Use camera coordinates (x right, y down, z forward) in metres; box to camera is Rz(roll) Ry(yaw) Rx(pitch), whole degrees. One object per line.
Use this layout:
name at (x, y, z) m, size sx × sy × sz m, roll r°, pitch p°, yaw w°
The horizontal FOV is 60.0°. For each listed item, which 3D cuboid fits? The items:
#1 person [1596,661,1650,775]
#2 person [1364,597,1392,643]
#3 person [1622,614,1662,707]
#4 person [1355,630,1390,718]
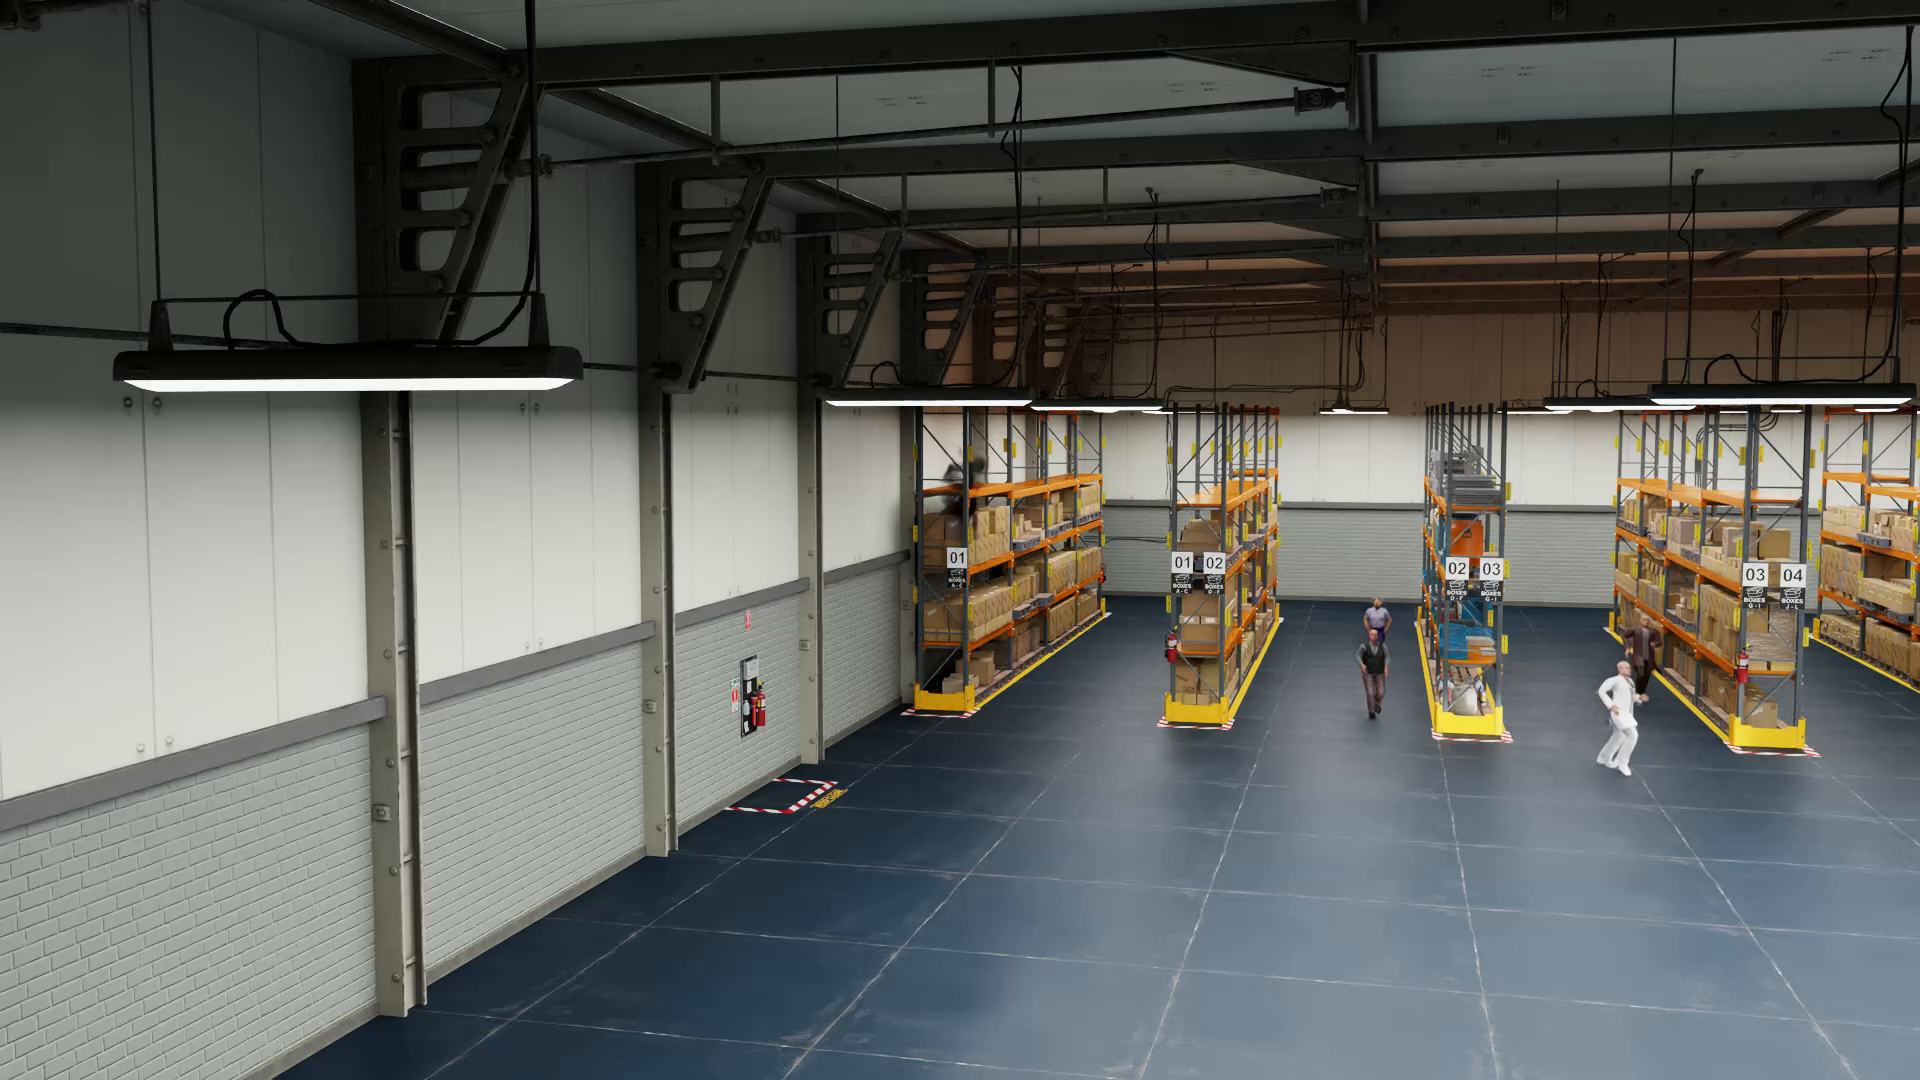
person at (10.685, 2.867, 26.832) m, size 0.824 × 1.832 × 0.680 m, roll 4°, pitch 6°, yaw 43°
person at (9.563, 2.117, 38.070) m, size 0.626 × 1.625 × 0.553 m, roll 1°, pitch 4°, yaw 14°
person at (13.604, 2.396, 33.121) m, size 0.675 × 1.846 × 0.829 m, roll 0°, pitch 4°, yaw 4°
person at (7.854, 2.540, 31.647) m, size 0.678 × 1.682 × 0.581 m, roll 0°, pitch 4°, yaw 6°
